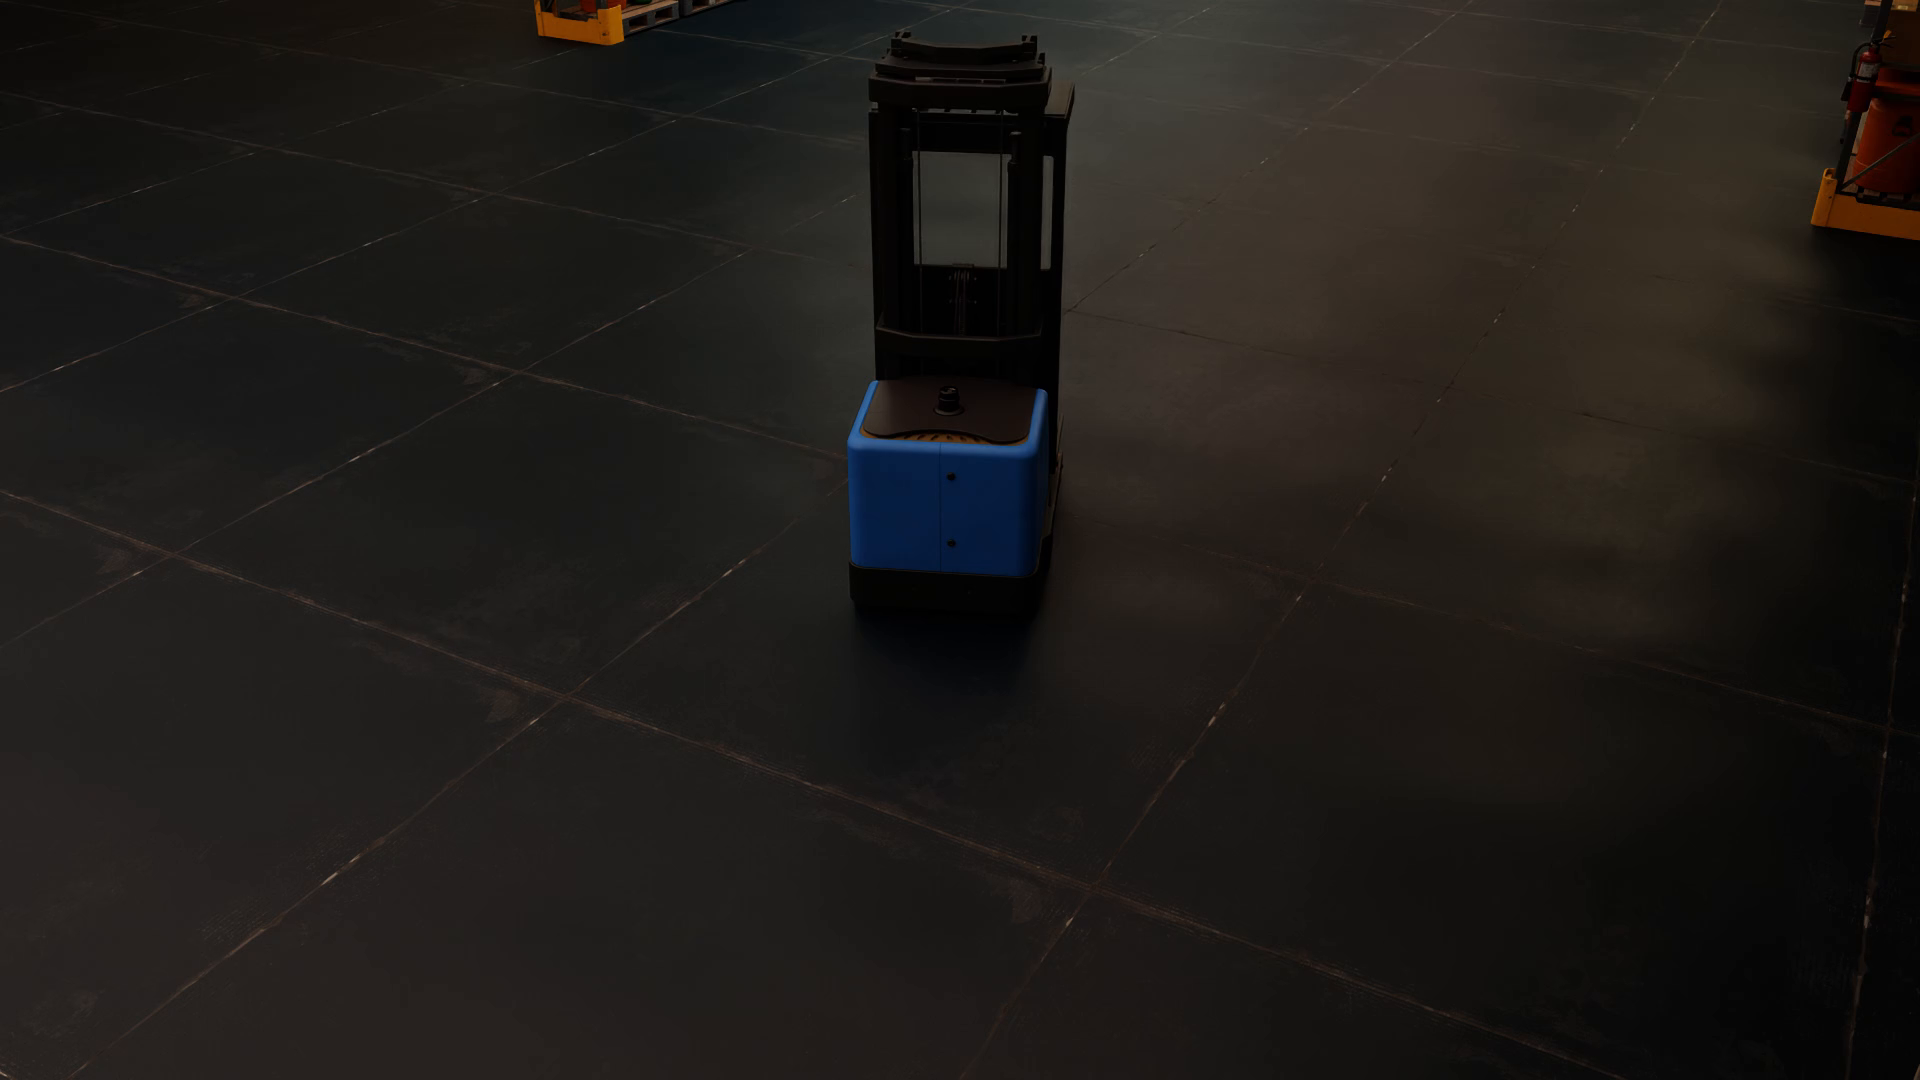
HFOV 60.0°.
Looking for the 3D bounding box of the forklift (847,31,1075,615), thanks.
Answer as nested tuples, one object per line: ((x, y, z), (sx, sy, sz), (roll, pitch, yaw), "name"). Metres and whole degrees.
((0.072, -1.572, 9.794), (1.130, 2.935, 3.031), (3, 30, 6), "forklift")
